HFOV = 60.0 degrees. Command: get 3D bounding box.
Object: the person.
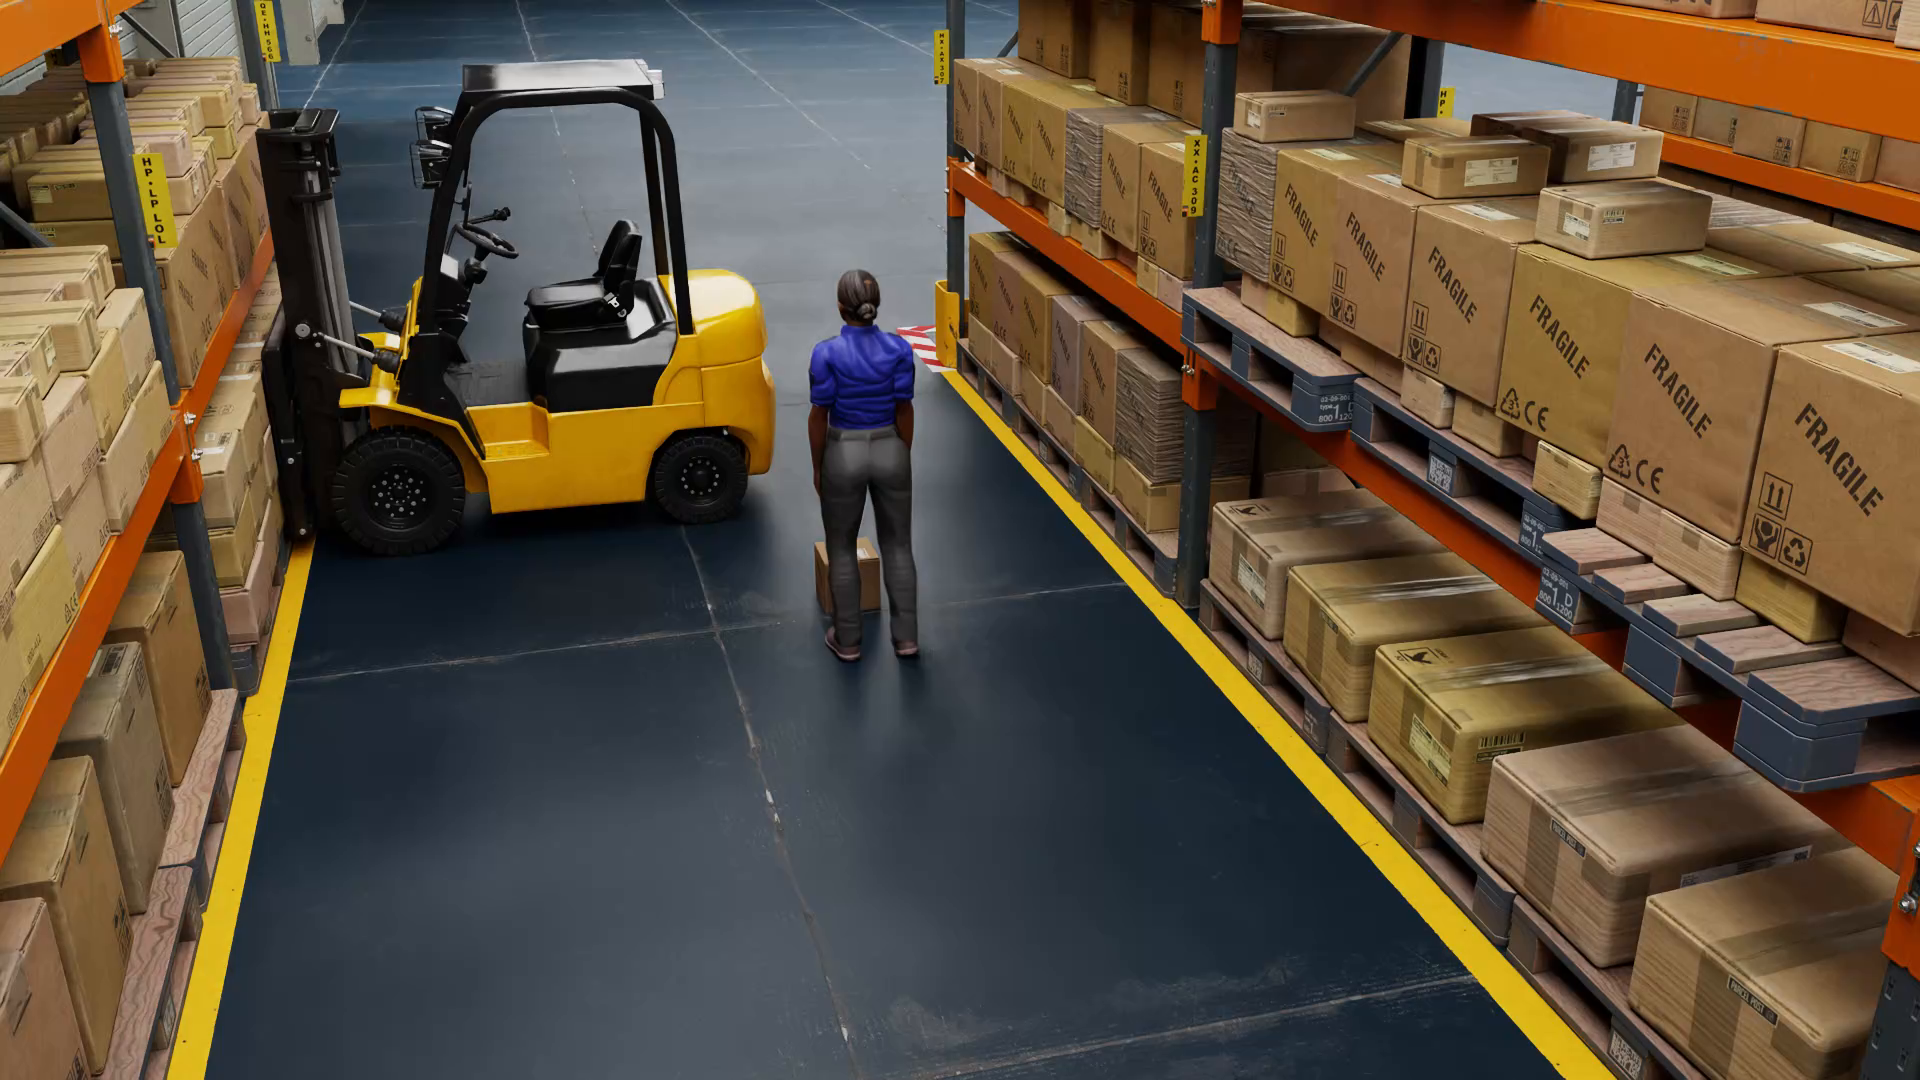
[{"bbox_3d":[-0.396,-0.274,6.814,0.444,1.678,0.324,-6,24,-13],"label":"person"}]
